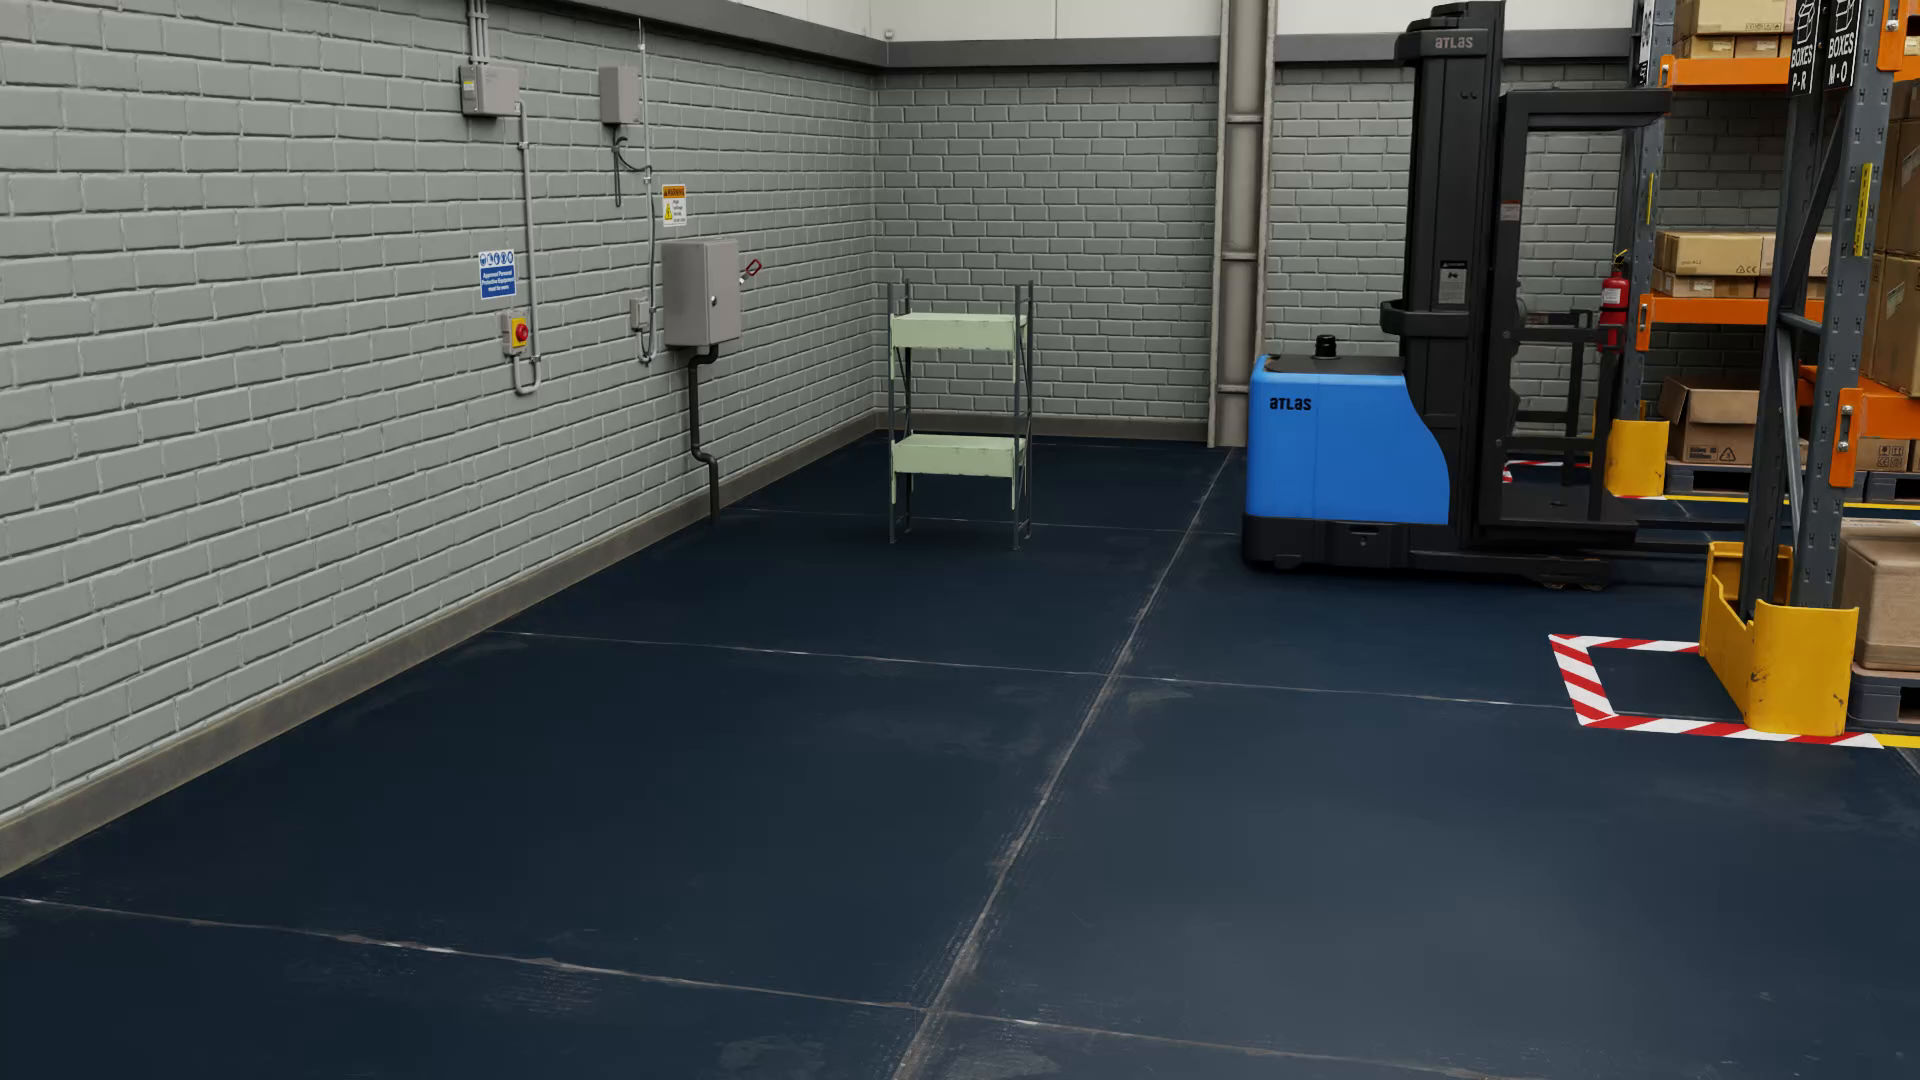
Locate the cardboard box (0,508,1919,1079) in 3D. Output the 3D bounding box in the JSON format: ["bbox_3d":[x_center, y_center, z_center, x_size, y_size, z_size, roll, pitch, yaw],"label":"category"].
[{"bbox_3d":[4.263,0.002,6.146,13.522,1.550,6.103,3,13,13],"label":"cardboard box"}]

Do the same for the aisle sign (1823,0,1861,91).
[{"bbox_3d":[3.236,-2.051,6.051,0.004,0.787,0.394,3,13,14],"label":"aisle sign"}]

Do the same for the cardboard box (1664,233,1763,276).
[{"bbox_3d":[4.937,-1.875,10.919,0.500,0.250,0.500,3,13,14],"label":"cardboard box"}]

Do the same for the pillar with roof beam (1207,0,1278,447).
[{"bbox_3d":[1.128,-4.236,8.051,0.400,9.000,9.100,3,13,14],"label":"pillar with roof beam"}]

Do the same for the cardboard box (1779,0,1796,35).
[{"bbox_3d":[5.425,-3.317,10.493,0.500,0.250,0.500,3,13,15],"label":"cardboard box"}]

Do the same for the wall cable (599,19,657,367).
[{"bbox_3d":[-1.776,-1.922,9.124,0.122,1.984,0.588,3,13,14],"label":"wall cable"}]

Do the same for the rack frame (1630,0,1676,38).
[{"bbox_3d":[4.561,-4.812,10.646,0.127,3.000,1.000,3,13,14],"label":"rack frame"}]

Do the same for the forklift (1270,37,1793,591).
[{"bbox_3d":[3.138,-1.249,8.800,2.937,2.843,1.107,3,13,12],"label":"forklift"}]

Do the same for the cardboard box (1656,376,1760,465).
[{"bbox_3d":[5.132,-0.818,11.288,0.637,0.503,0.797,3,13,11],"label":"cardboard box"}]

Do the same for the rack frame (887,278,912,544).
[{"bbox_3d":[-0.349,-0.751,9.655,0.023,1.500,0.400,3,13,14],"label":"rack frame"}]

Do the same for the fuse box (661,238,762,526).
[{"bbox_3d":[-1.460,-0.932,9.984,0.414,1.711,0.539,3,13,14],"label":"fuse box"}]

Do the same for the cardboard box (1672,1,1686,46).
[{"bbox_3d":[5.058,-3.454,11.109,0.500,0.250,0.500,3,13,13],"label":"cardboard box"}]

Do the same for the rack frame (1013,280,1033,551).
[{"bbox_3d":[0.362,-0.713,9.484,0.023,1.500,0.400,3,13,14],"label":"rack frame"}]

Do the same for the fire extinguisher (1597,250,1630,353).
[{"bbox_3d":[4.307,-1.574,10.941,0.183,0.674,0.296,3,13,14],"label":"fire extinguisher"}]

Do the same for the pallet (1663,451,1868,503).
[{"bbox_3d":[5.409,-0.477,11.395,1.213,0.211,1.003,3,13,14],"label":"pallet"}]

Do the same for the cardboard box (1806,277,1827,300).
[{"bbox_3d":[5.567,-1.650,10.825,0.250,0.149,0.380,3,13,15],"label":"cardboard box"}]

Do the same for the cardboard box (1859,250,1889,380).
[{"bbox_3d":[3.907,-0.919,6.718,0.500,0.500,0.500,3,13,14],"label":"cardboard box"}]

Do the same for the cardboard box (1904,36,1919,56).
[{"bbox_3d":[5.794,-3.088,10.381,0.250,0.149,0.380,3,13,13],"label":"cardboard box"}]

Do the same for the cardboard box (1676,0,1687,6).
[{"bbox_3d":[5.059,-3.699,11.062,0.500,0.250,0.500,3,13,12],"label":"cardboard box"}]

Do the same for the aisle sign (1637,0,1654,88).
[{"bbox_3d":[4.424,-3.094,10.752,0.004,0.787,0.394,3,13,14],"label":"aisle sign"}]

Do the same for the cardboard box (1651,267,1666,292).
[{"bbox_3d":[4.947,-1.800,11.500,0.250,0.149,0.380,3,13,13],"label":"cardboard box"}]

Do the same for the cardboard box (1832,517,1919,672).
[{"bbox_3d":[4.040,0.220,6.763,0.875,0.438,0.875,3,13,12],"label":"cardboard box"}]

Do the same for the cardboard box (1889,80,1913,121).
[{"bbox_3d":[3.772,-1.716,6.507,0.250,0.149,0.380,3,13,14],"label":"cardboard box"}]

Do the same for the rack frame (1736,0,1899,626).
[{"bbox_3d":[3.375,-0.839,6.591,0.127,3.000,1.000,3,13,14],"label":"rack frame"}]

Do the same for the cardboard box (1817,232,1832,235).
[{"bbox_3d":[6.051,-1.933,11.182,0.500,0.250,0.500,3,13,15],"label":"cardboard box"}]

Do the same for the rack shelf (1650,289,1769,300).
[{"bbox_3d":[6.503,-1.524,10.885,3.809,0.124,0.919,3,13,14],"label":"rack shelf"}]

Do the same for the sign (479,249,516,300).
[{"bbox_3d":[-2.176,-1.252,7.827,0.001,0.218,0.327,3,13,14],"label":"sign"}]

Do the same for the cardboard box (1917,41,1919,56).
[{"bbox_3d":[6.049,-3.088,10.381,0.250,0.149,0.380,3,13,13],"label":"cardboard box"}]

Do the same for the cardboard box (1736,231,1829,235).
[{"bbox_3d":[5.571,-1.960,11.302,0.500,0.250,0.500,3,13,14],"label":"cardboard box"}]

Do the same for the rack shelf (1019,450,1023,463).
[{"bbox_3d":[0.006,-0.483,9.625,0.664,0.071,0.332,3,13,14],"label":"rack shelf"}]

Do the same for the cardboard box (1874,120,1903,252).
[{"bbox_3d":[3.900,-1.401,6.584,0.500,0.500,0.500,4,13,15],"label":"cardboard box"}]

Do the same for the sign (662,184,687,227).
[{"bbox_3d":[-1.674,-1.963,9.751,0.001,0.242,0.339,3,13,14],"label":"sign"}]

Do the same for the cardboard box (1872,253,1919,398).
[{"bbox_3d":[3.773,-0.803,6.195,0.500,0.500,0.500,3,13,13],"label":"cardboard box"}]

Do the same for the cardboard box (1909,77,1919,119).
[{"bbox_3d":[3.654,-1.616,6.056,0.250,0.149,0.380,3,13,15],"label":"cardboard box"}]

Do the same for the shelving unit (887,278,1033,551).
[{"bbox_3d":[0.006,-0.732,9.570,0.755,1.500,0.400,3,13,14],"label":"shelving unit"}]

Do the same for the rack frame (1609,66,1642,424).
[{"bbox_3d":[4.560,-1.882,11.293,0.053,2.616,0.949,3,13,14],"label":"rack frame"}]

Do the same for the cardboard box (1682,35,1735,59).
[{"bbox_3d":[4.815,-3.159,10.704,0.250,0.149,0.380,3,13,15],"label":"cardboard box"}]
